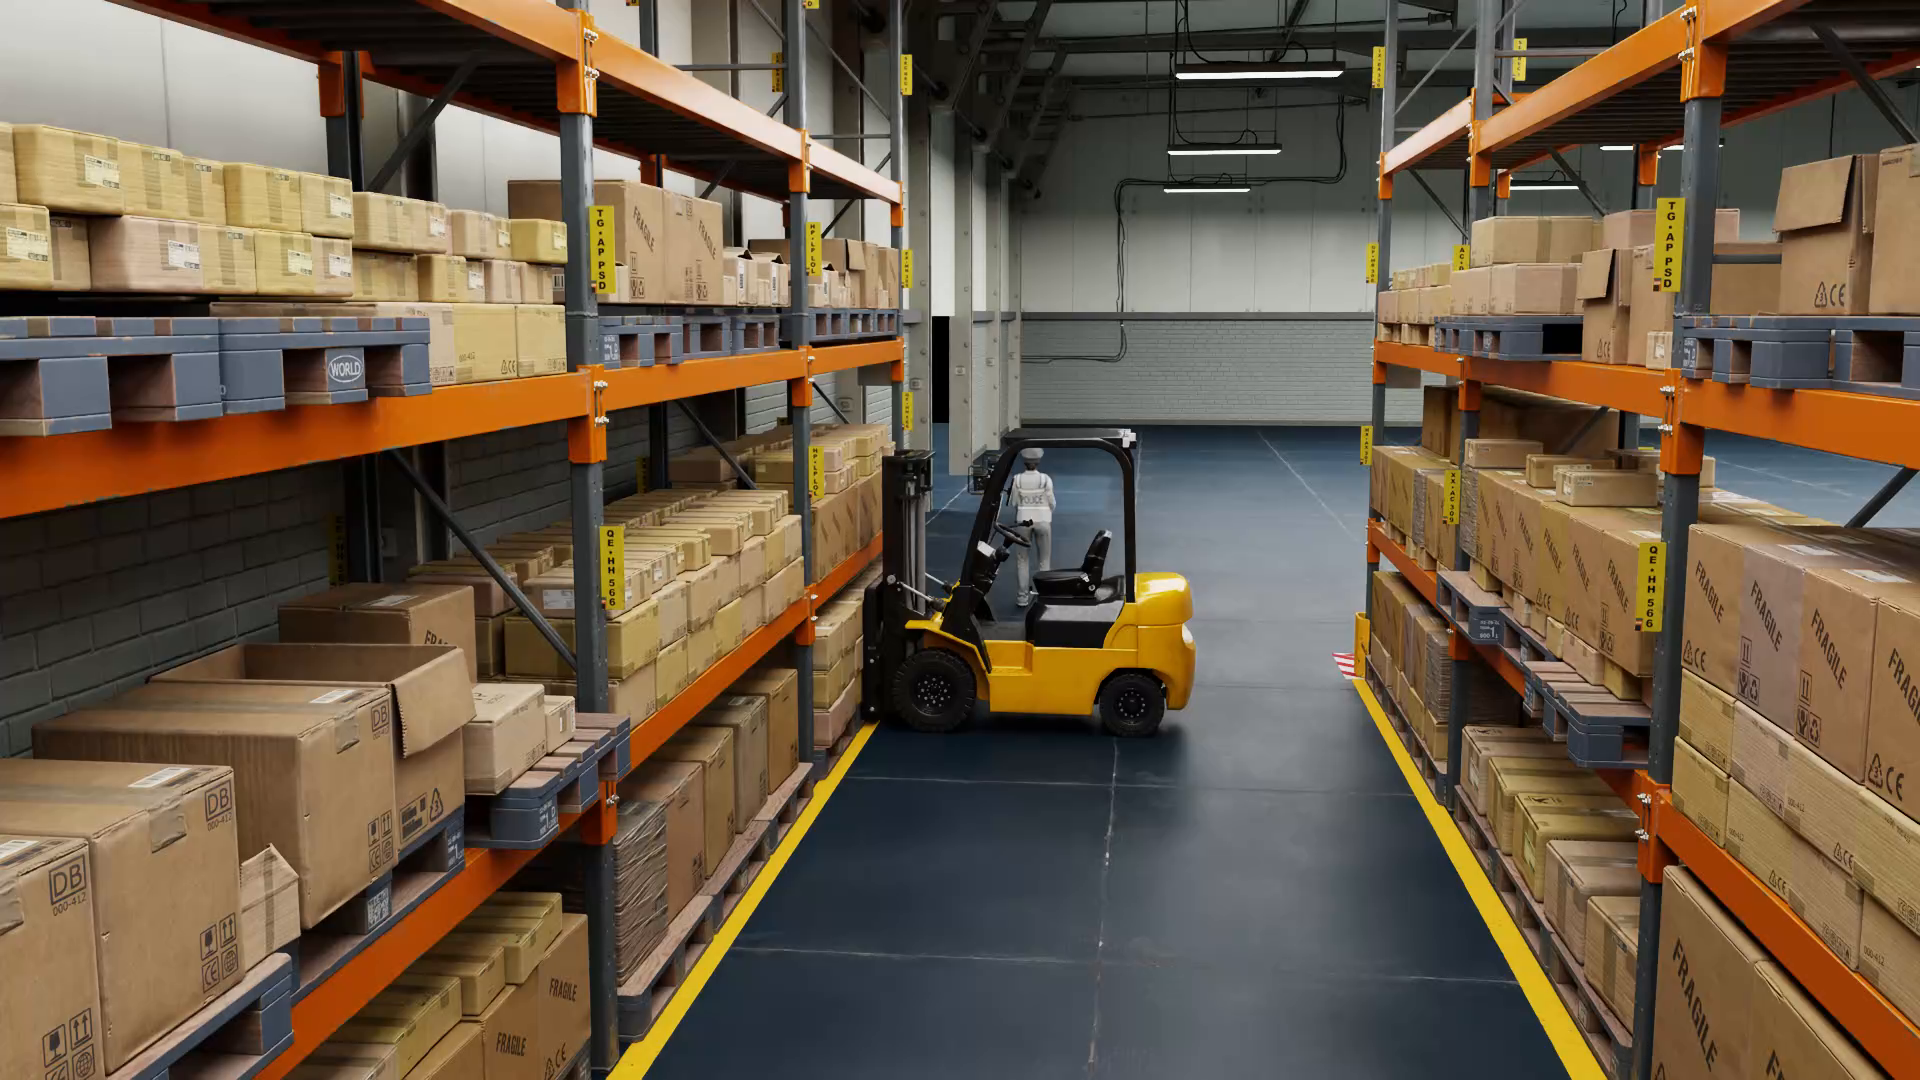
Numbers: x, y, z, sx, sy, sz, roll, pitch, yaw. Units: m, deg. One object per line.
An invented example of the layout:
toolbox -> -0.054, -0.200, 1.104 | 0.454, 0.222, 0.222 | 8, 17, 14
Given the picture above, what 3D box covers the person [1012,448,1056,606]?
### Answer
person -> 0.771, -0.154, 17.357 | 0.459, 1.686, 0.551 | 1, 8, 7
